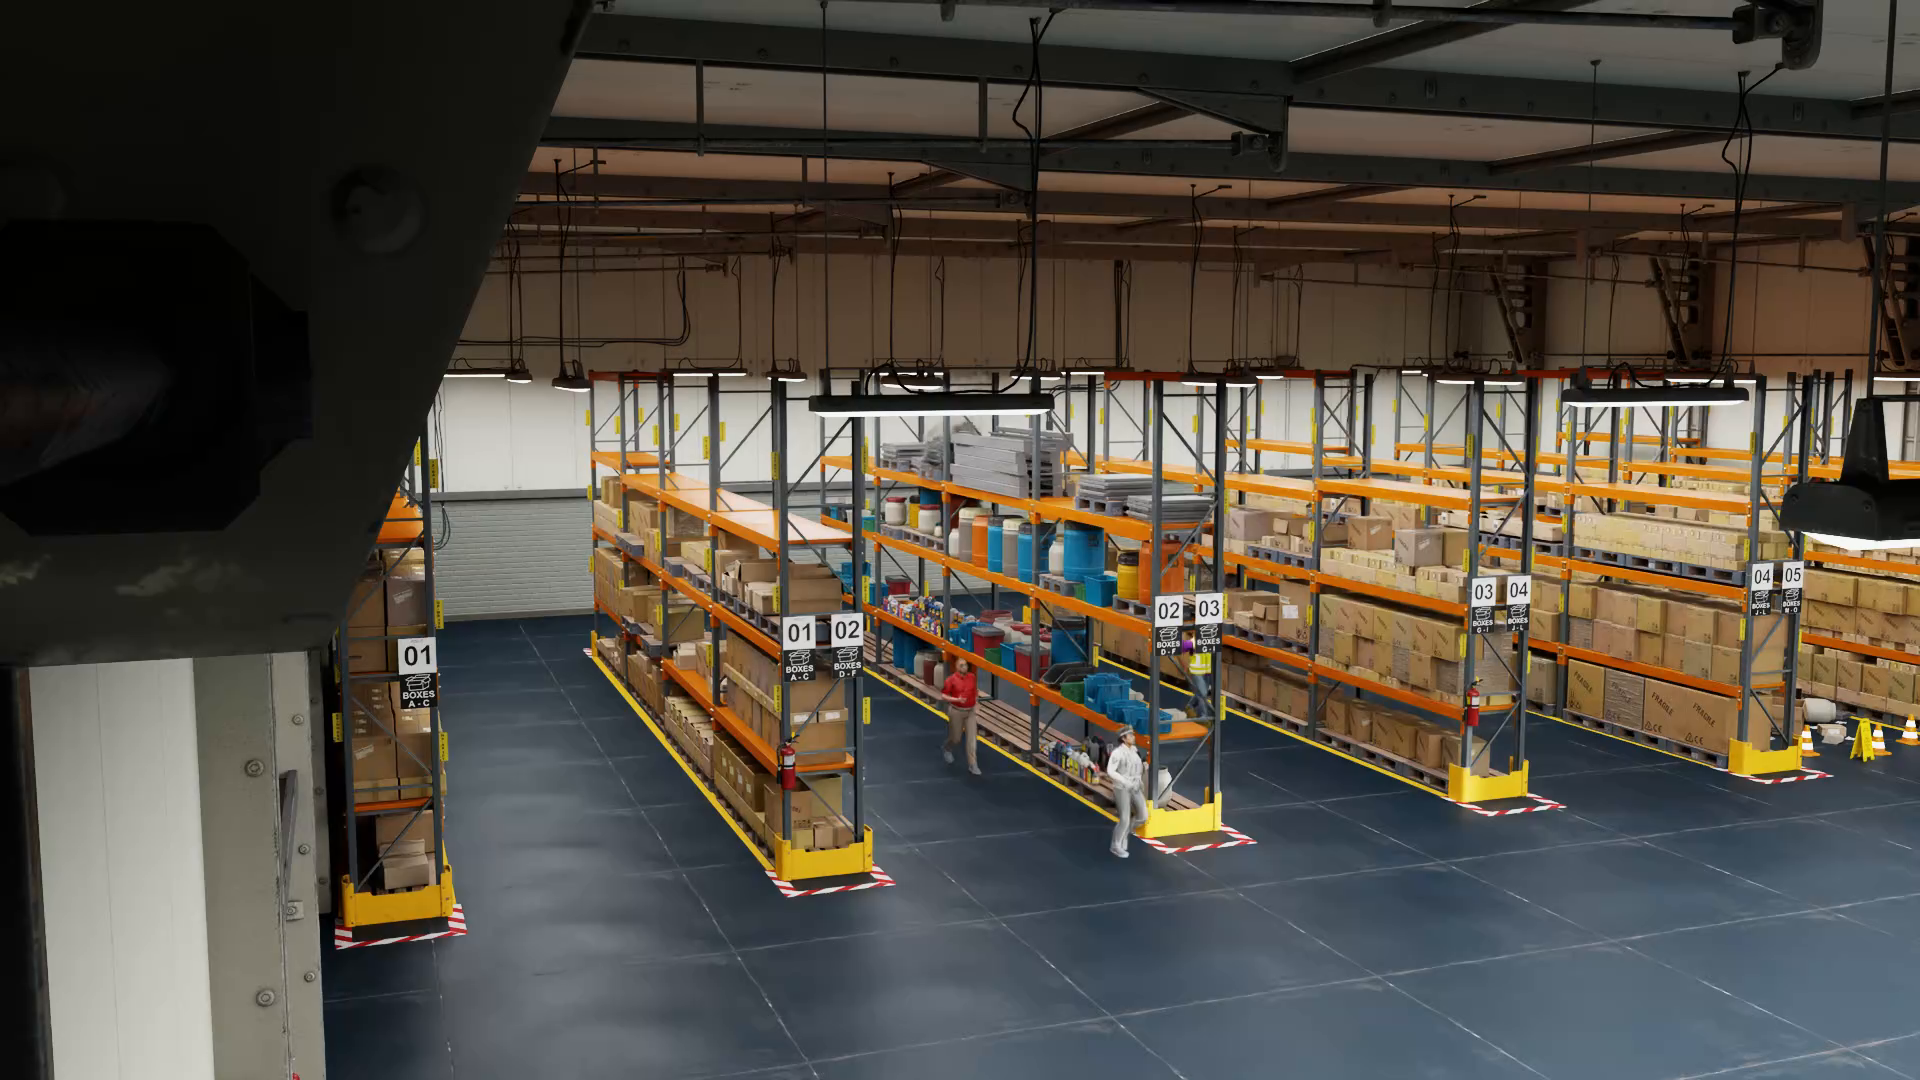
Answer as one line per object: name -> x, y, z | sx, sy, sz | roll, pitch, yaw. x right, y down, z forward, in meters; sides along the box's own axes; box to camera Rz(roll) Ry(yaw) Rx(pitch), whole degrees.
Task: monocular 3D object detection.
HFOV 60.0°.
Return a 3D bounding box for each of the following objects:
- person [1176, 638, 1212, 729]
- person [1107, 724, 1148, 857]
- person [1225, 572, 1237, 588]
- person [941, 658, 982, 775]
person -> 4.105, 2.272, 28.284 | 0.700, 1.754, 0.989 | -4, 7, -29
person -> 2.136, 3.167, 21.043 | 0.588, 1.672, 0.489 | -6, 9, -44
person -> 6.755, 0.871, 41.632 | 0.555, 1.635, 0.741 | 2, 7, 18
person -> 0.038, 2.635, 25.188 | 0.665, 1.699, 1.010 | -3, 7, -26
